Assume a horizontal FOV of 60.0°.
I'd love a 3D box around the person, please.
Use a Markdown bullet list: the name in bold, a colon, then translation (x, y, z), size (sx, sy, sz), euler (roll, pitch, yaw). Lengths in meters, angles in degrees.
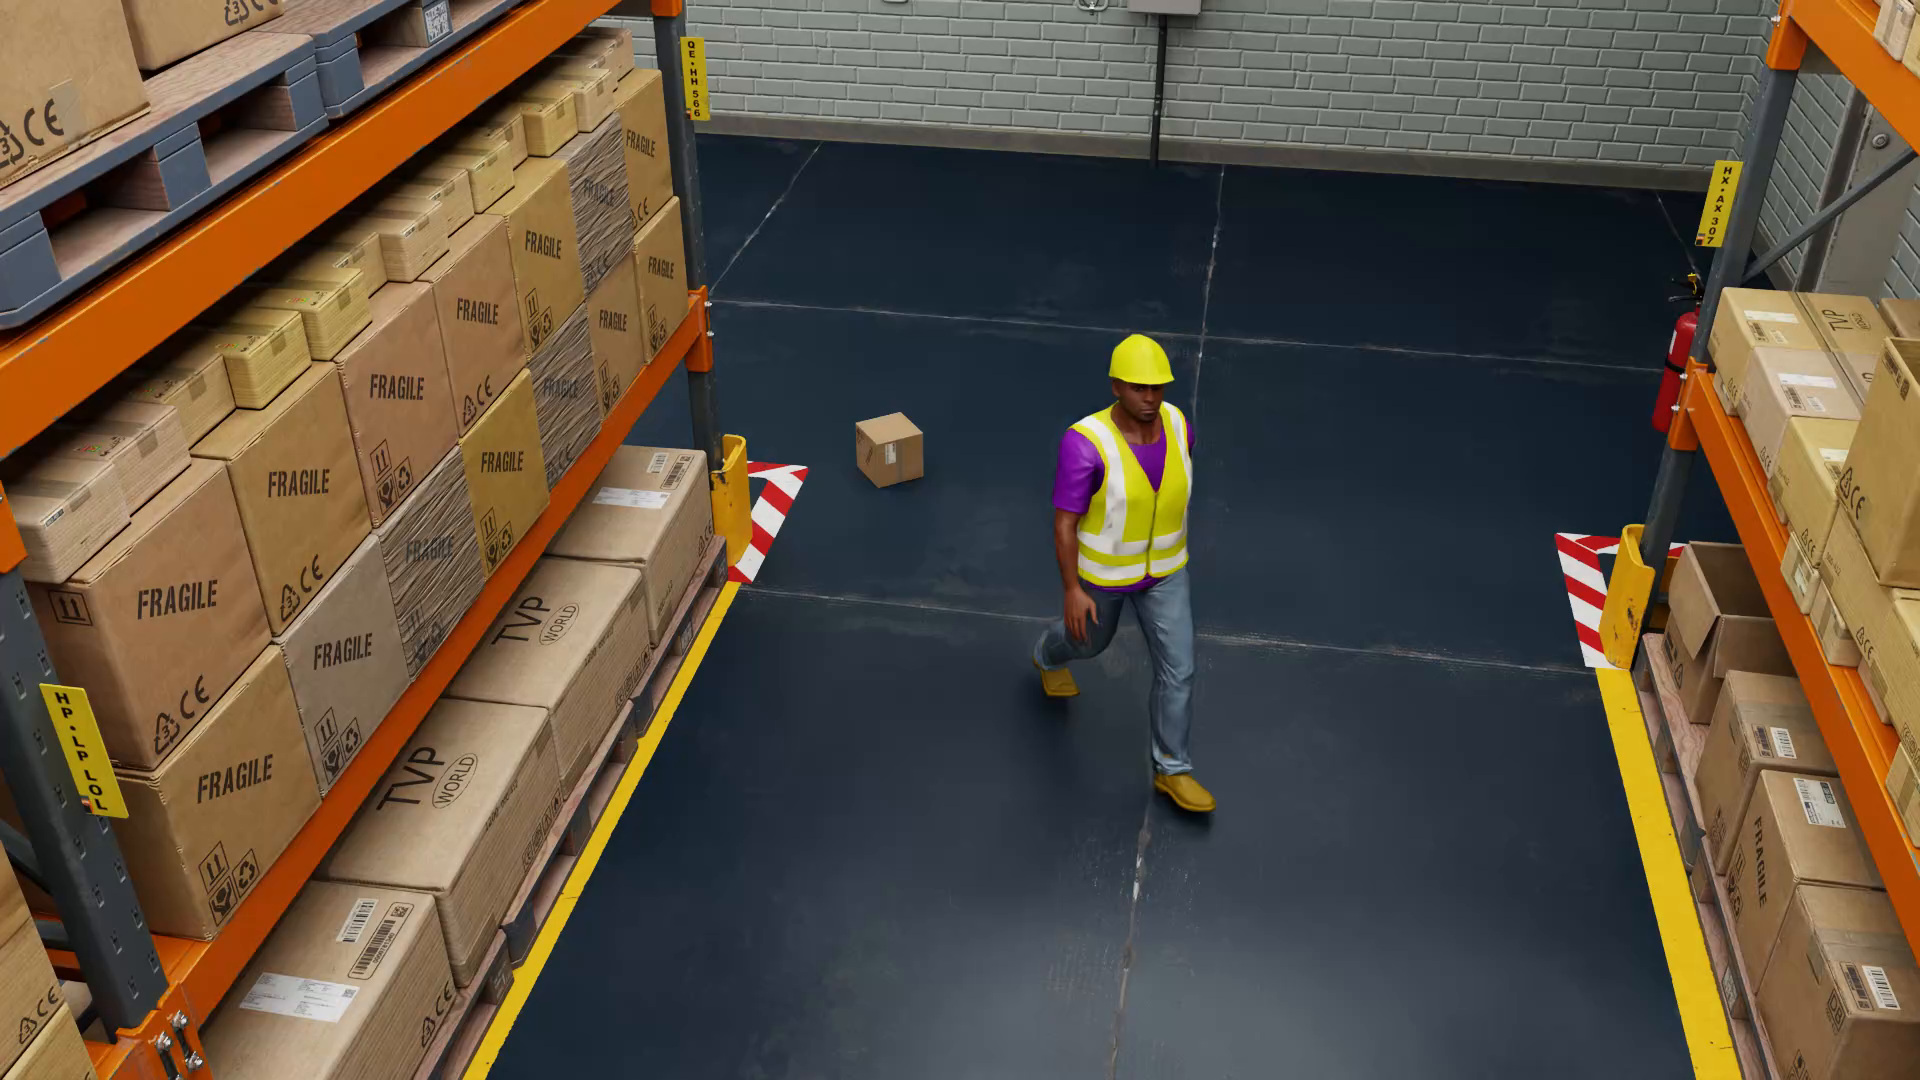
- **person**: translation (0.604, 0.082, 5.997), size (0.602, 1.722, 1.054), euler (-11, 34, -17)
